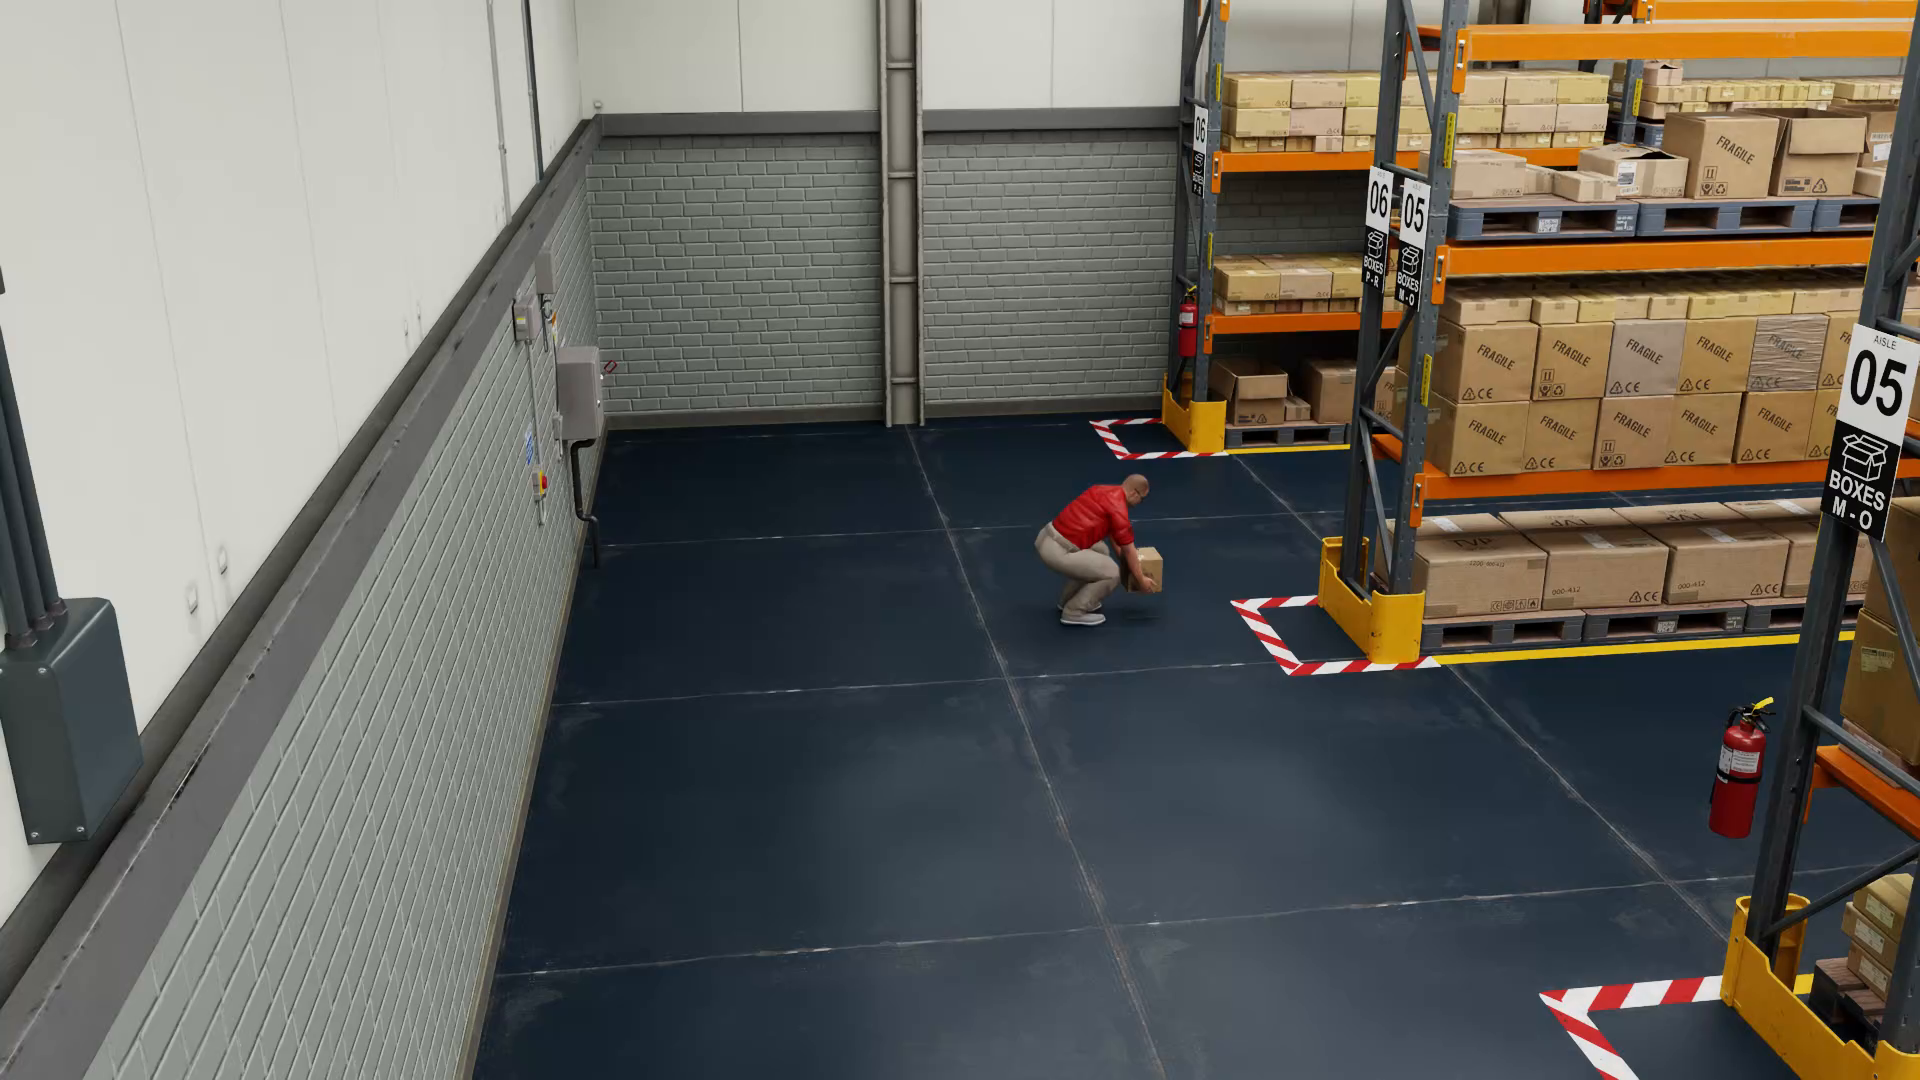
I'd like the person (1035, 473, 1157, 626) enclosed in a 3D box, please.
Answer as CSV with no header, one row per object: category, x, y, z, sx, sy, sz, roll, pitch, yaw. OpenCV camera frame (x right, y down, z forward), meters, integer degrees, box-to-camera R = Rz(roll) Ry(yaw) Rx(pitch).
person,0.964,0.047,11.979,0.856,1.046,0.573,-3,20,-8
